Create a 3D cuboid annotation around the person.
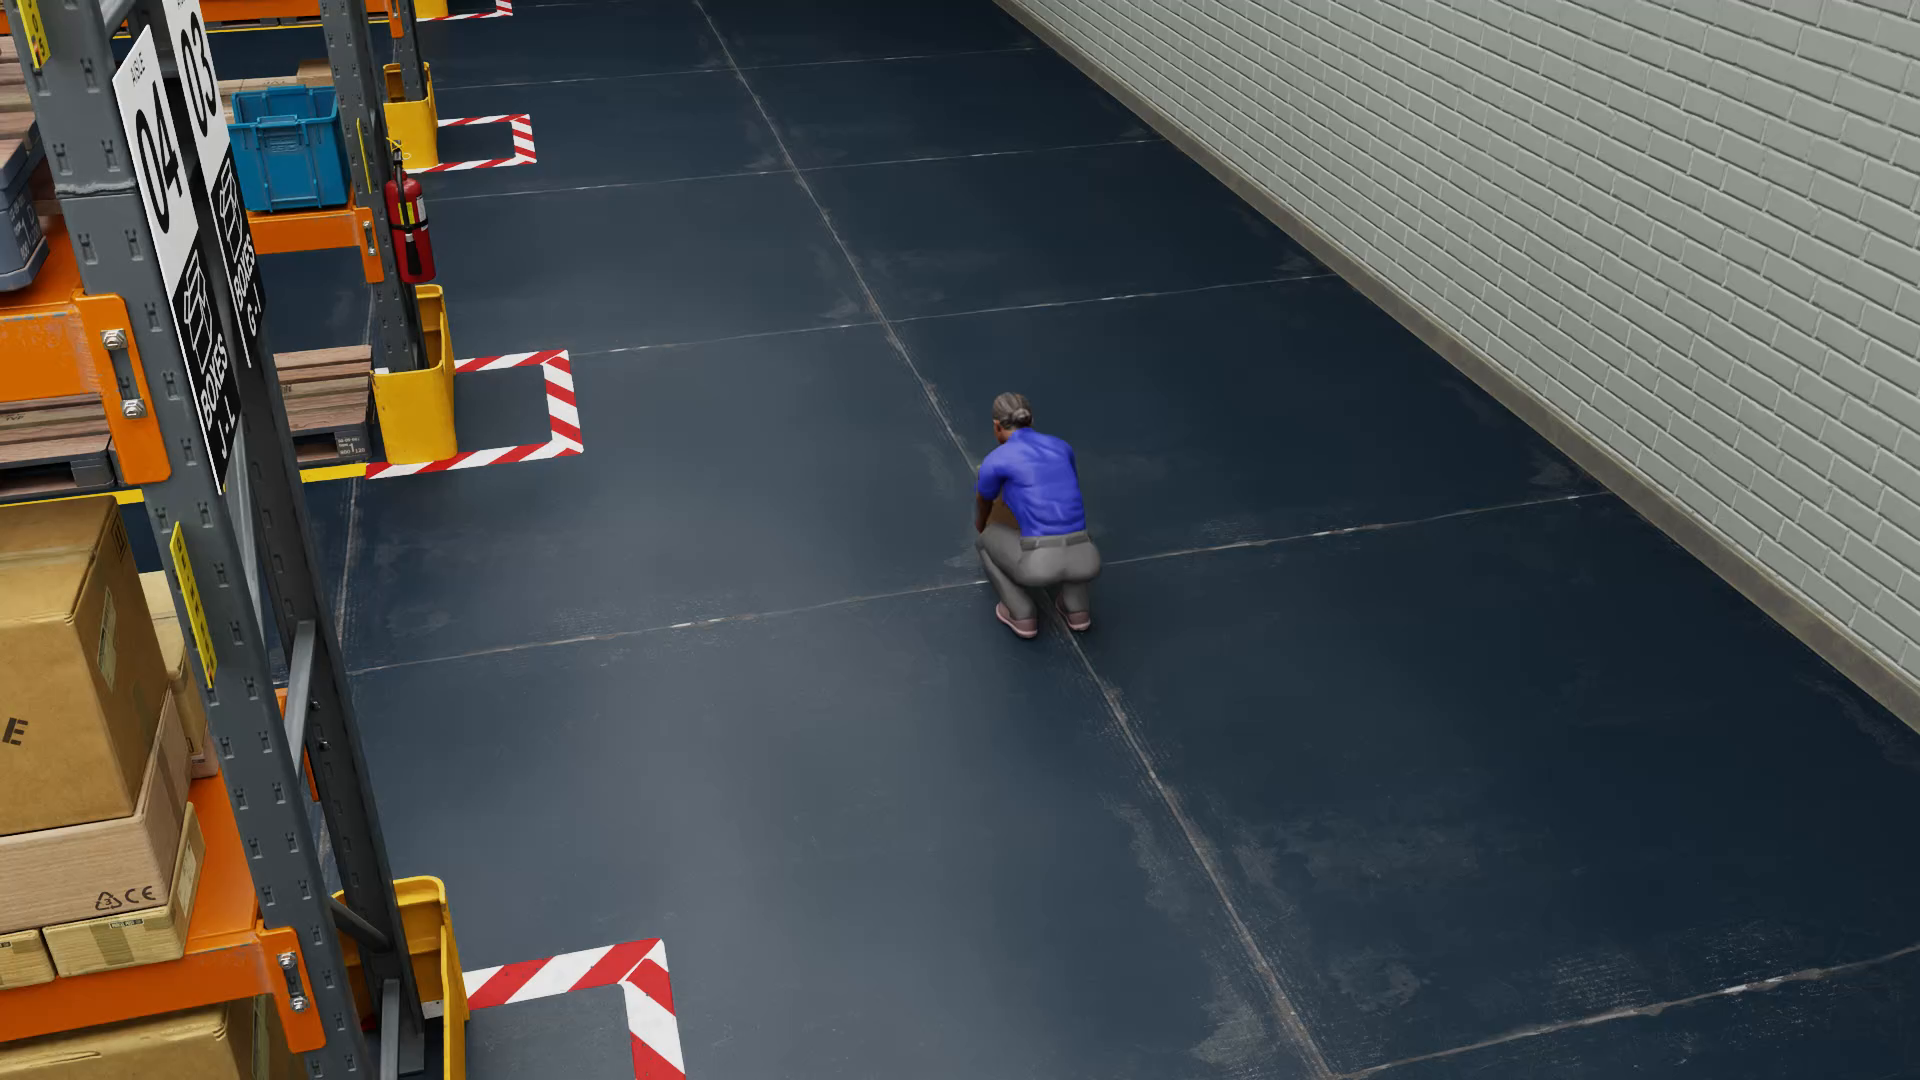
[{"bbox_3d":[0.321,-0.128,7.092,0.488,0.928,0.825,-8,31,-13],"label":"person"}]
